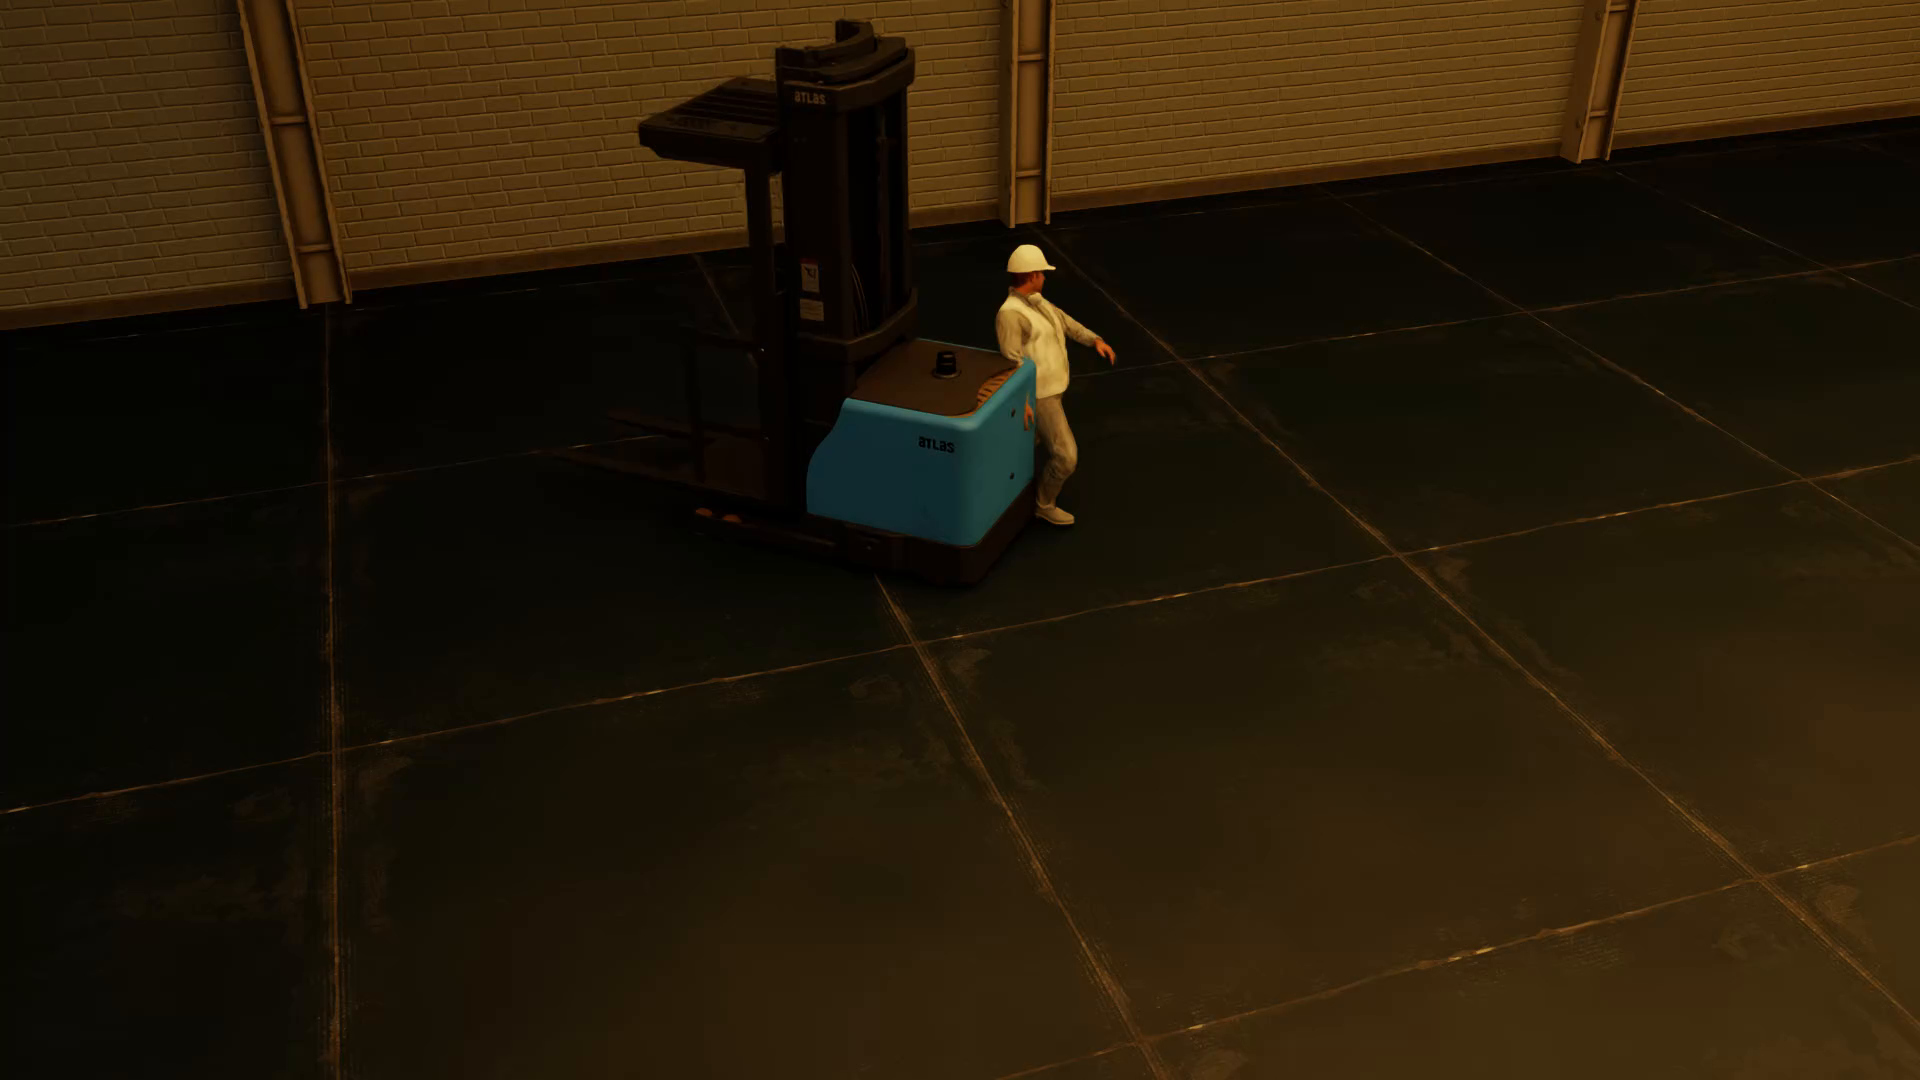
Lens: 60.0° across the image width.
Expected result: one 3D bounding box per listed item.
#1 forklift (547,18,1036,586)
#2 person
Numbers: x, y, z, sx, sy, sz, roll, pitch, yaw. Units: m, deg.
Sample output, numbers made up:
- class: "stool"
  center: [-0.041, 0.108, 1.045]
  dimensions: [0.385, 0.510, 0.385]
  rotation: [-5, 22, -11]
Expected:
- class: "forklift"
  center: [-1.103, -1.483, 9.665]
  dimensions: [3.031, 2.935, 1.130]
  rotation: [12, 32, 20]
- class: "person"
  center: [0.506, -0.910, 9.960]
  dimensions: [0.840, 1.629, 0.781]
  rotation: [6, 30, 11]
